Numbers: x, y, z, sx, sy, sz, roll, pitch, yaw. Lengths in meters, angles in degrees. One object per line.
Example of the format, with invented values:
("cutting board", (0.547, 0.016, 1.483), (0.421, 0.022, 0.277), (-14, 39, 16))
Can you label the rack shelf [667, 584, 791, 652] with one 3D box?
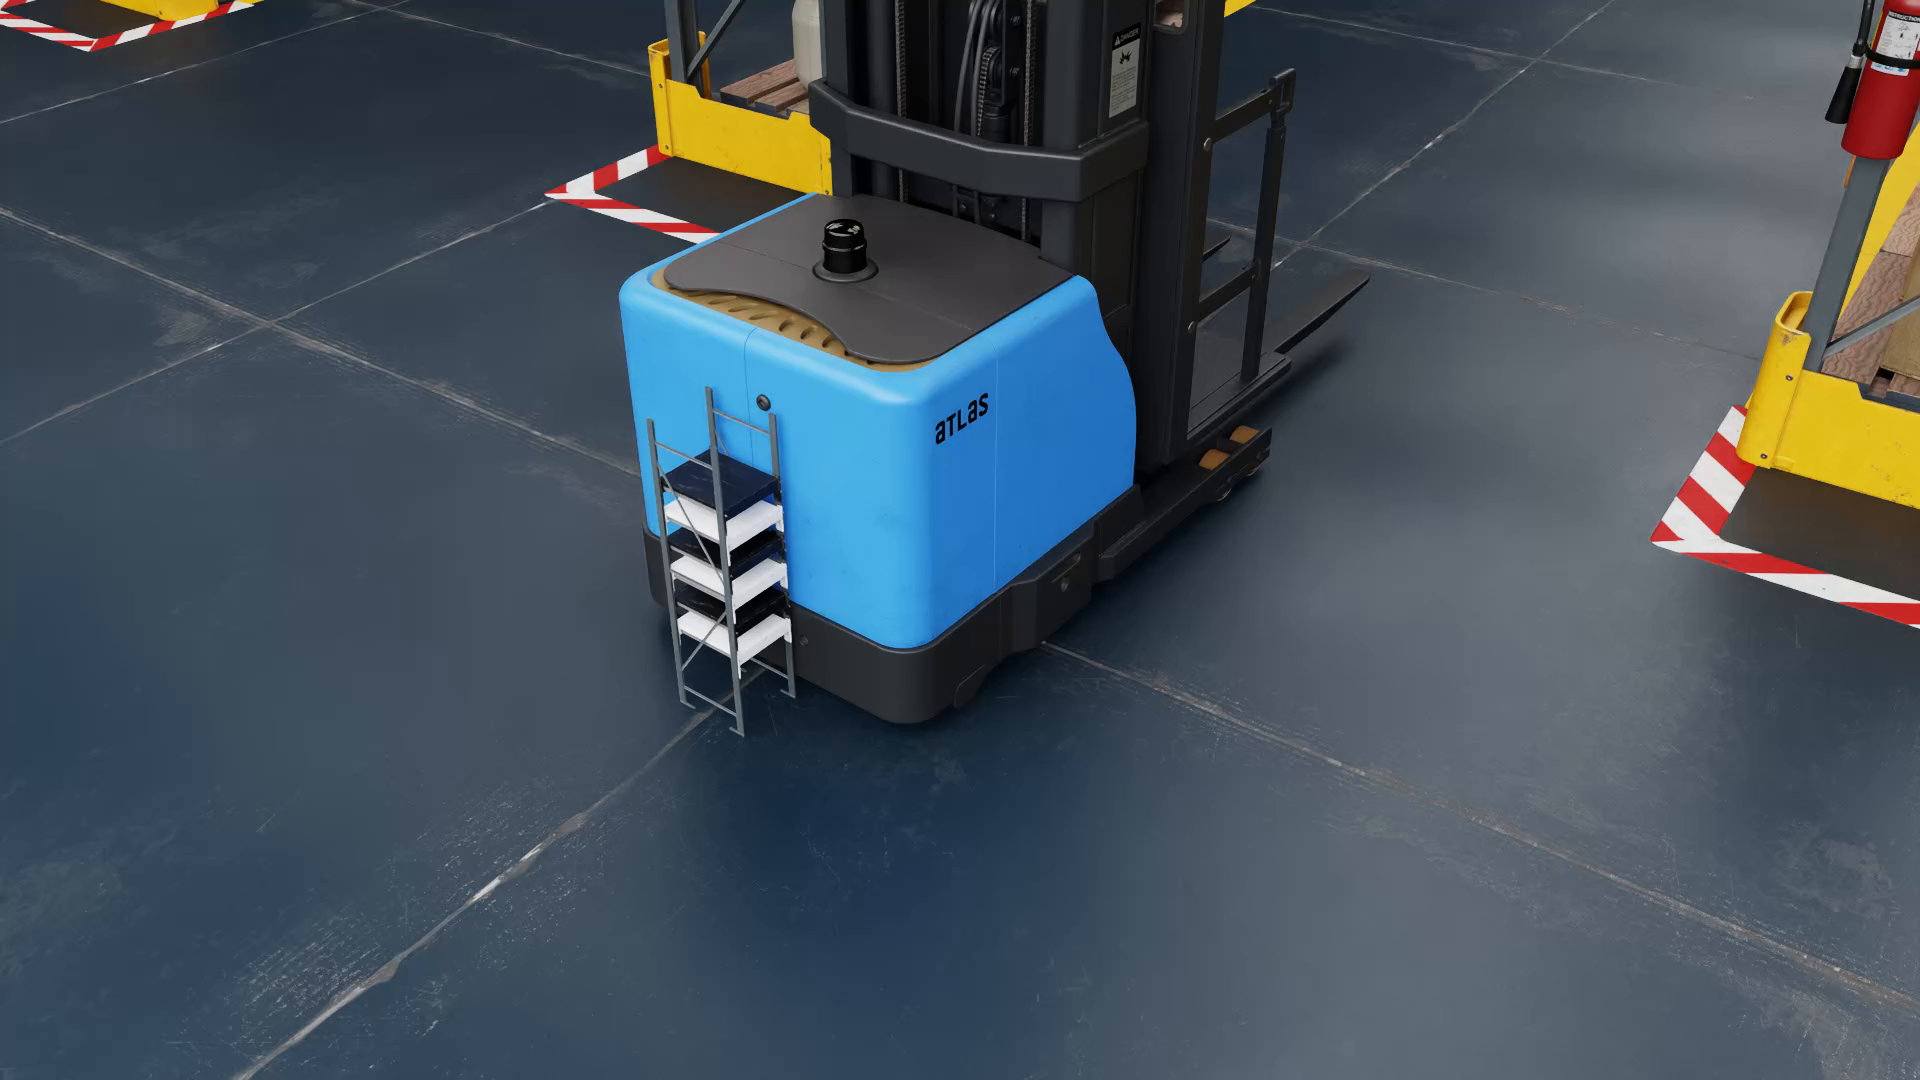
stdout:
("rack shelf", (-0.613, 0.171, 4.414), (0.258, 0.077, 0.200), (23, 40, 30))

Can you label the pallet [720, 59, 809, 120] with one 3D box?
("pallet", (-0.434, -2.229, 8.358), (1.003, 0.211, 1.213), (21, 39, 28))

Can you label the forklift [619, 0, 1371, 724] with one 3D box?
("forklift", (0.385, -1.494, 4.843), (1.130, 2.935, 3.031), (23, 40, 30))

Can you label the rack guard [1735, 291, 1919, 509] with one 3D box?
("rack guard", (3.206, -0.380, 5.365), (1.175, 0.500, 0.348), (21, 39, 28))

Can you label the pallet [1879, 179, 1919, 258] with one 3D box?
("pallet", (4.394, -1.182, 6.809), (1.003, 0.211, 1.213), (21, 39, 28))

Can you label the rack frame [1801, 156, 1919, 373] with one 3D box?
("rack frame", (3.162, -1.380, 4.613), (1.000, 3.000, 0.127), (21, 39, 28))

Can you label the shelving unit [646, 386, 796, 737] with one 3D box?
("shelving unit", (-0.613, 0.069, 4.345), (0.258, 0.900, 0.210), (23, 40, 30))

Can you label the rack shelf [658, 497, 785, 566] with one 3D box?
("rack shelf", (-0.613, -0.053, 4.263), (0.258, 0.077, 0.200), (23, 40, 30))

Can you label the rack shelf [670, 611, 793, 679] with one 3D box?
("rack shelf", (-0.613, 0.246, 4.464), (0.258, 0.077, 0.200), (23, 40, 30))

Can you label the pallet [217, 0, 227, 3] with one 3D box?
("pallet", (-4.572, -3.756, 10.616), (1.003, 0.211, 1.213), (21, 39, 28))

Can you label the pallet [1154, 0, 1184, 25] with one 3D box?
("pallet", (0.957, -3.352, 10.019), (1.003, 0.211, 1.213), (21, 39, 28))

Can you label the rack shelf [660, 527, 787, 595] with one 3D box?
("rack shelf", (-0.613, 0.022, 4.313), (0.258, 0.077, 0.200), (23, 40, 30))

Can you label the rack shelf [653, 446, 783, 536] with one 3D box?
("rack shelf", (-0.613, -0.127, 4.212), (0.258, 0.077, 0.200), (23, 40, 30))

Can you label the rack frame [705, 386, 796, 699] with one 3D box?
("rack frame", (-0.551, 0.024, 4.411), (0.240, 0.900, 0.006), (23, 40, 30))

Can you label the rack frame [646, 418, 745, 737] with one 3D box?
("rack frame", (-0.675, 0.114, 4.278), (0.240, 0.900, 0.006), (23, 40, 30))

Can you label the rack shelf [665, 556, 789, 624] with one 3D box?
("rack shelf", (-0.613, 0.097, 4.363), (0.258, 0.077, 0.200), (23, 40, 30))

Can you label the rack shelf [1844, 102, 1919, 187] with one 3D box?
("rack shelf", (4.303, -2.003, 6.176), (1.077, 0.370, 4.000), (21, 39, 28))

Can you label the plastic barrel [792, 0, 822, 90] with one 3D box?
("plastic barrel", (-0.594, -2.433, 8.016), (0.421, 0.512, 0.421), (0, 34, 0))

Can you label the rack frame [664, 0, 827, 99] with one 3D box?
("rack frame", (-0.907, -2.962, 6.953), (1.000, 3.000, 0.127), (21, 39, 28))

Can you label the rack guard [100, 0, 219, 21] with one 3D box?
("rack guard", (-4.987, -3.500, 9.979), (1.175, 0.500, 0.348), (21, 39, 28))

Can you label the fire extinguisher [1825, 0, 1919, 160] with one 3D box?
("fire extinguisher", (2.718, -1.443, 4.775), (0.296, 0.674, 0.183), (21, 39, 28))

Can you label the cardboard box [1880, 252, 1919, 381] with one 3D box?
("cardboard box", (3.532, -0.801, 5.613), (0.500, 0.500, 0.500), (-29, 43, -35))

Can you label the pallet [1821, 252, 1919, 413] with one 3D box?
("pallet", (3.698, -0.623, 5.982), (1.003, 0.211, 1.213), (21, 39, 28))

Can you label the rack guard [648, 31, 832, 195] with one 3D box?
("rack guard", (-0.902, -1.977, 7.727), (1.175, 0.500, 0.348), (21, 39, 28))

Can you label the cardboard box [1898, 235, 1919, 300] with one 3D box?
("cardboard box", (3.845, -1.087, 6.036), (0.500, 0.500, 0.500), (-25, 41, -32))
